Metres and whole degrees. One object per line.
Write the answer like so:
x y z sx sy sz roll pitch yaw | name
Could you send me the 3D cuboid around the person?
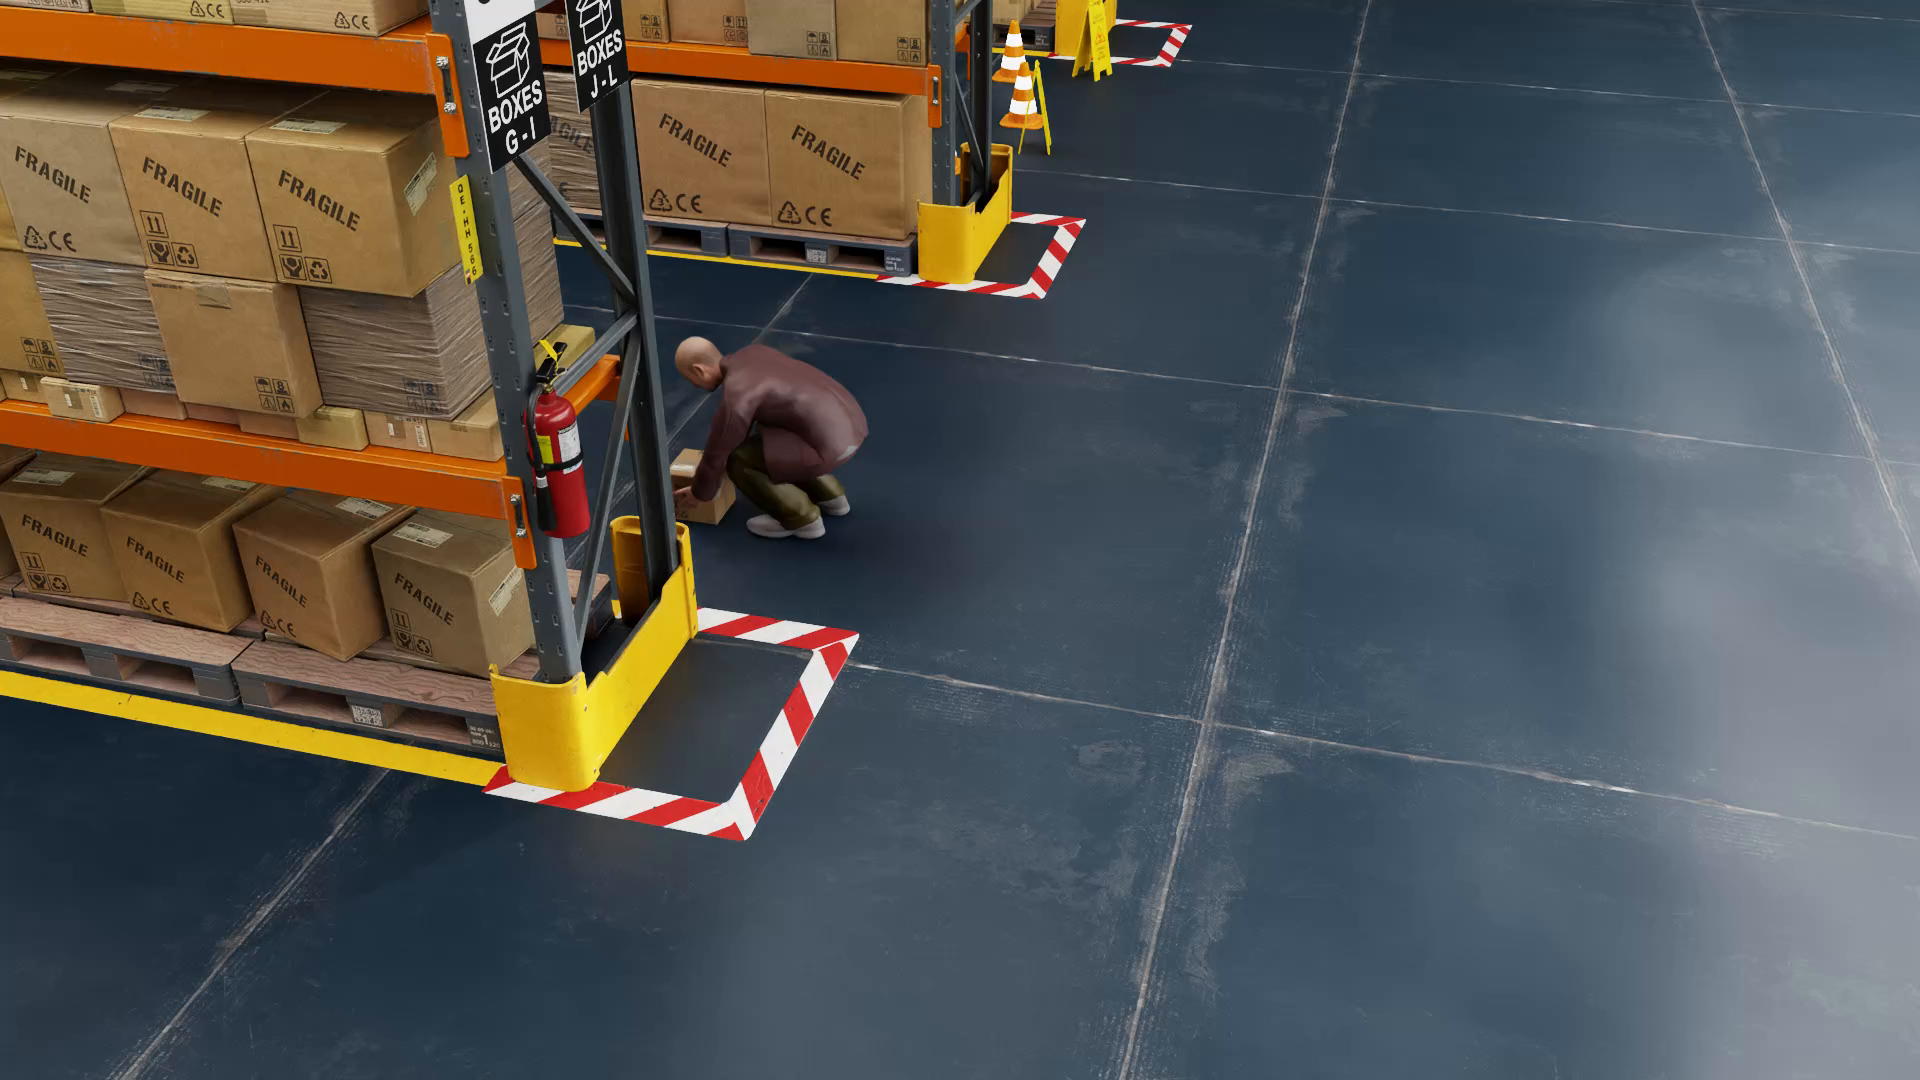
-0.878 -0.493 7.707 0.909 0.946 0.609 8 33 12 | person
